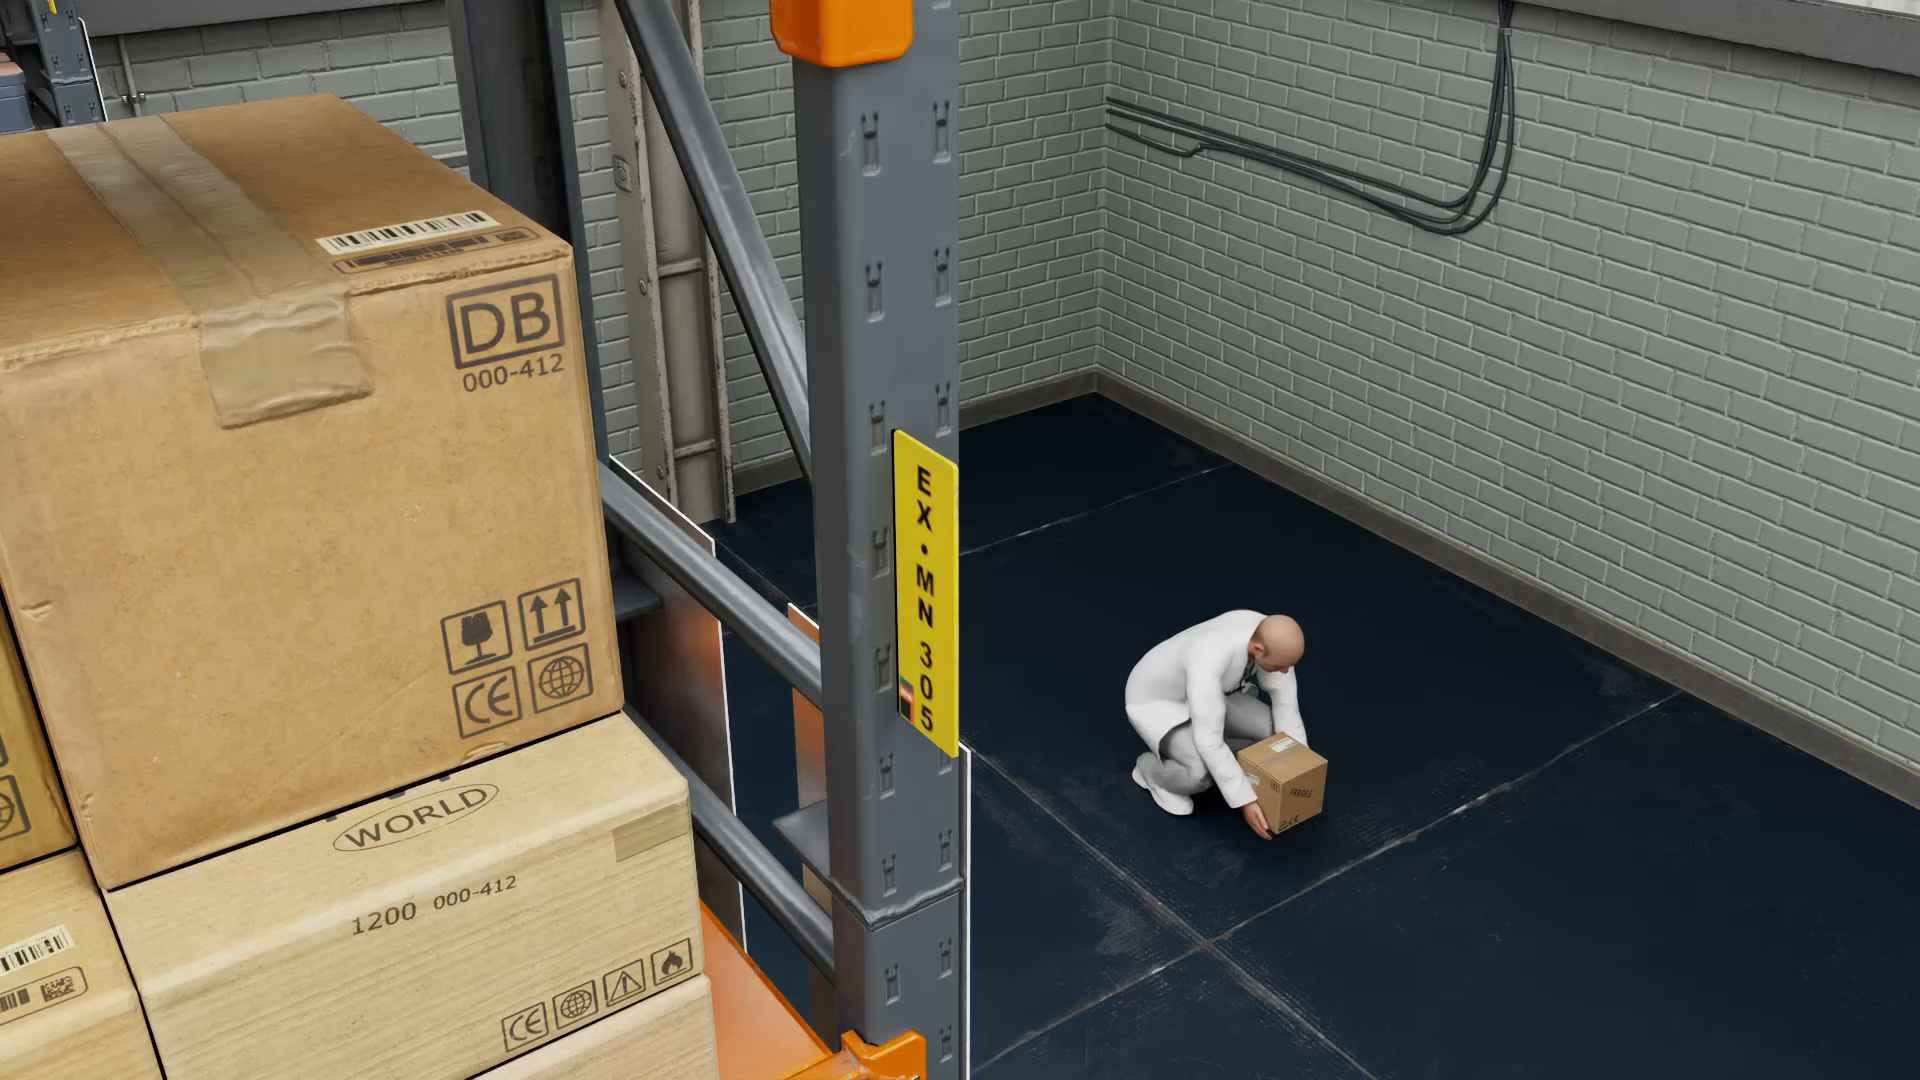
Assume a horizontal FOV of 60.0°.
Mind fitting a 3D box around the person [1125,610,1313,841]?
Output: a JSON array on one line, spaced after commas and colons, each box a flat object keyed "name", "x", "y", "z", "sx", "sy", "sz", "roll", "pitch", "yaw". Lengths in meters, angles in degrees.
[{"name": "person", "x": 1.062, "y": 0.666, "z": 6.731, "sx": 0.592, "sy": 0.996, "sz": 0.902, "roll": -19, "pitch": 33, "yaw": -31}]
